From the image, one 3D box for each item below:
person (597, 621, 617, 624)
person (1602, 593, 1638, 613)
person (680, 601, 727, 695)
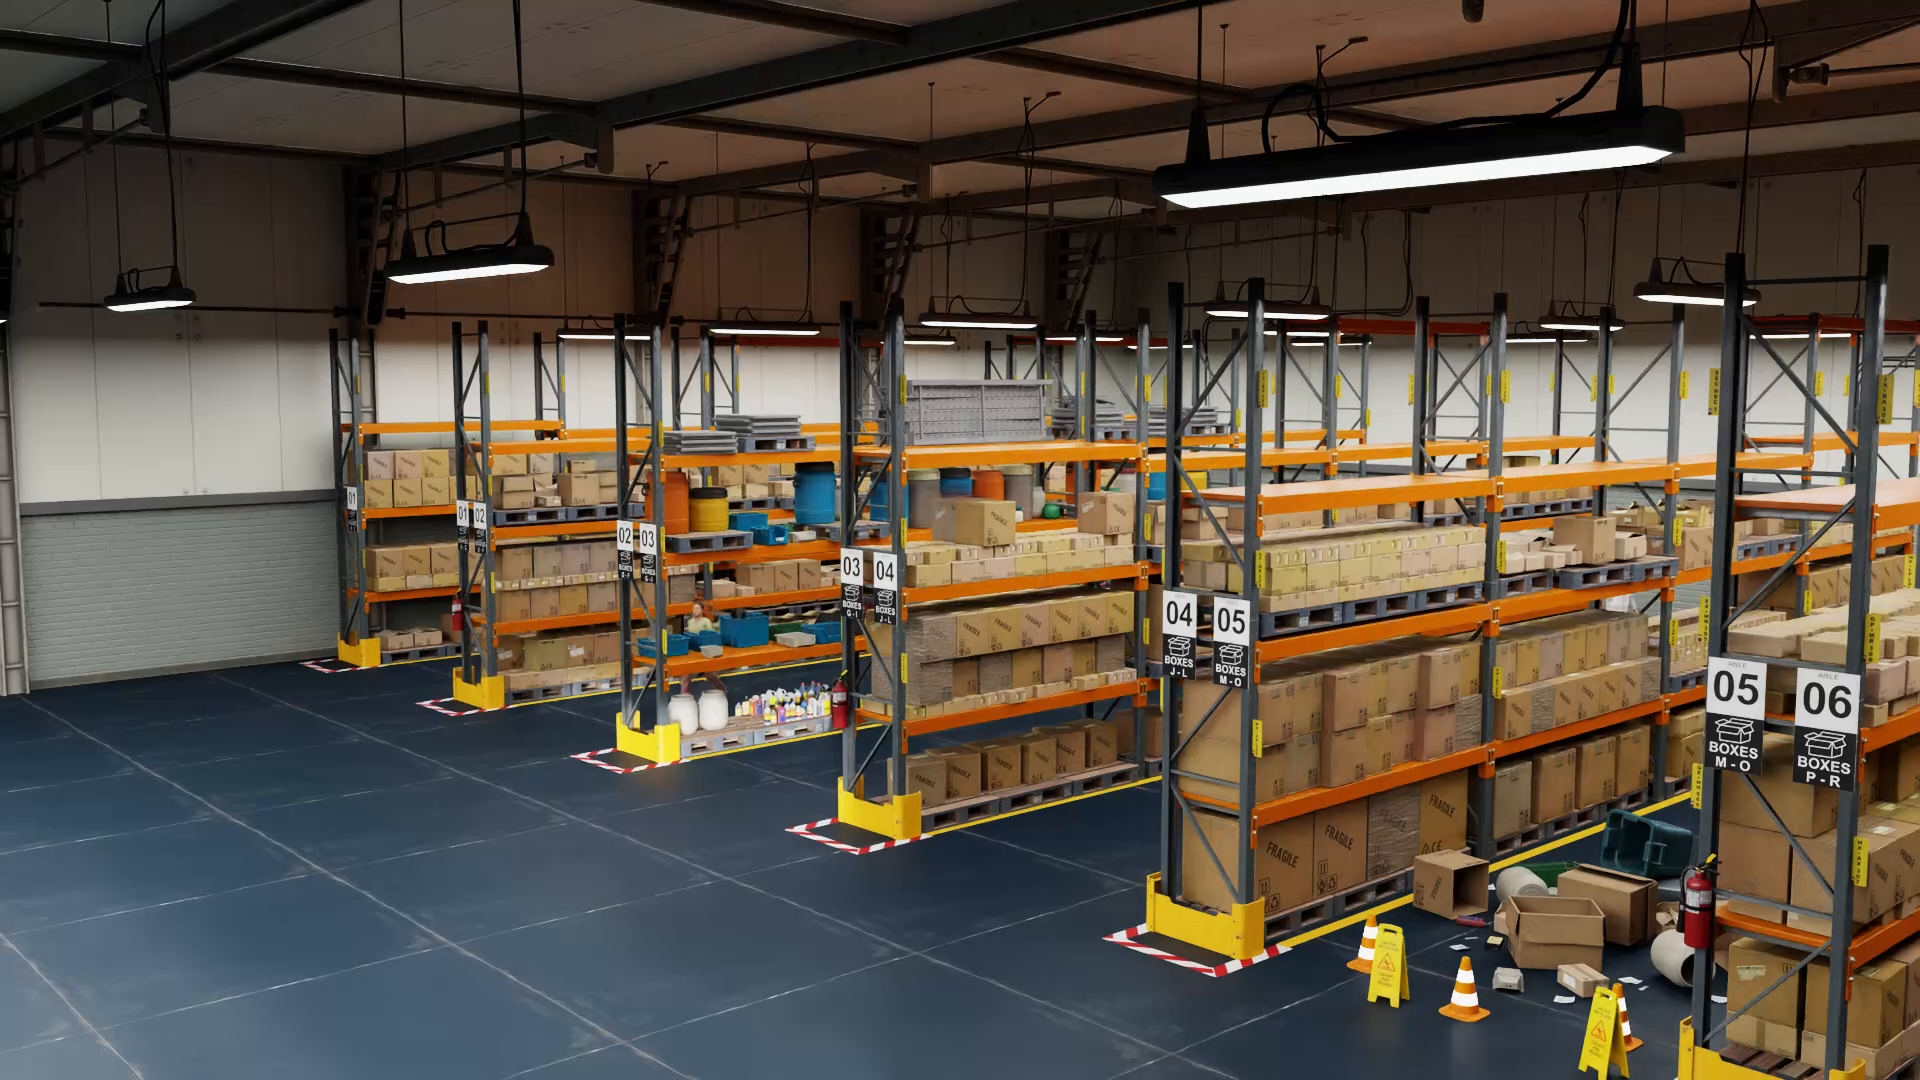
[{"bbox_3d":[-6.483,1.338,29.824,1.093,1.662,0.534,-6,8,-45],"label":"person"},{"bbox_3d":[11.919,1.319,30.084,0.559,1.768,0.776,-3,6,-26],"label":"person"},{"bbox_3d":[-4.067,1.765,26.065,0.540,1.621,1.033,4,7,33],"label":"person"}]
